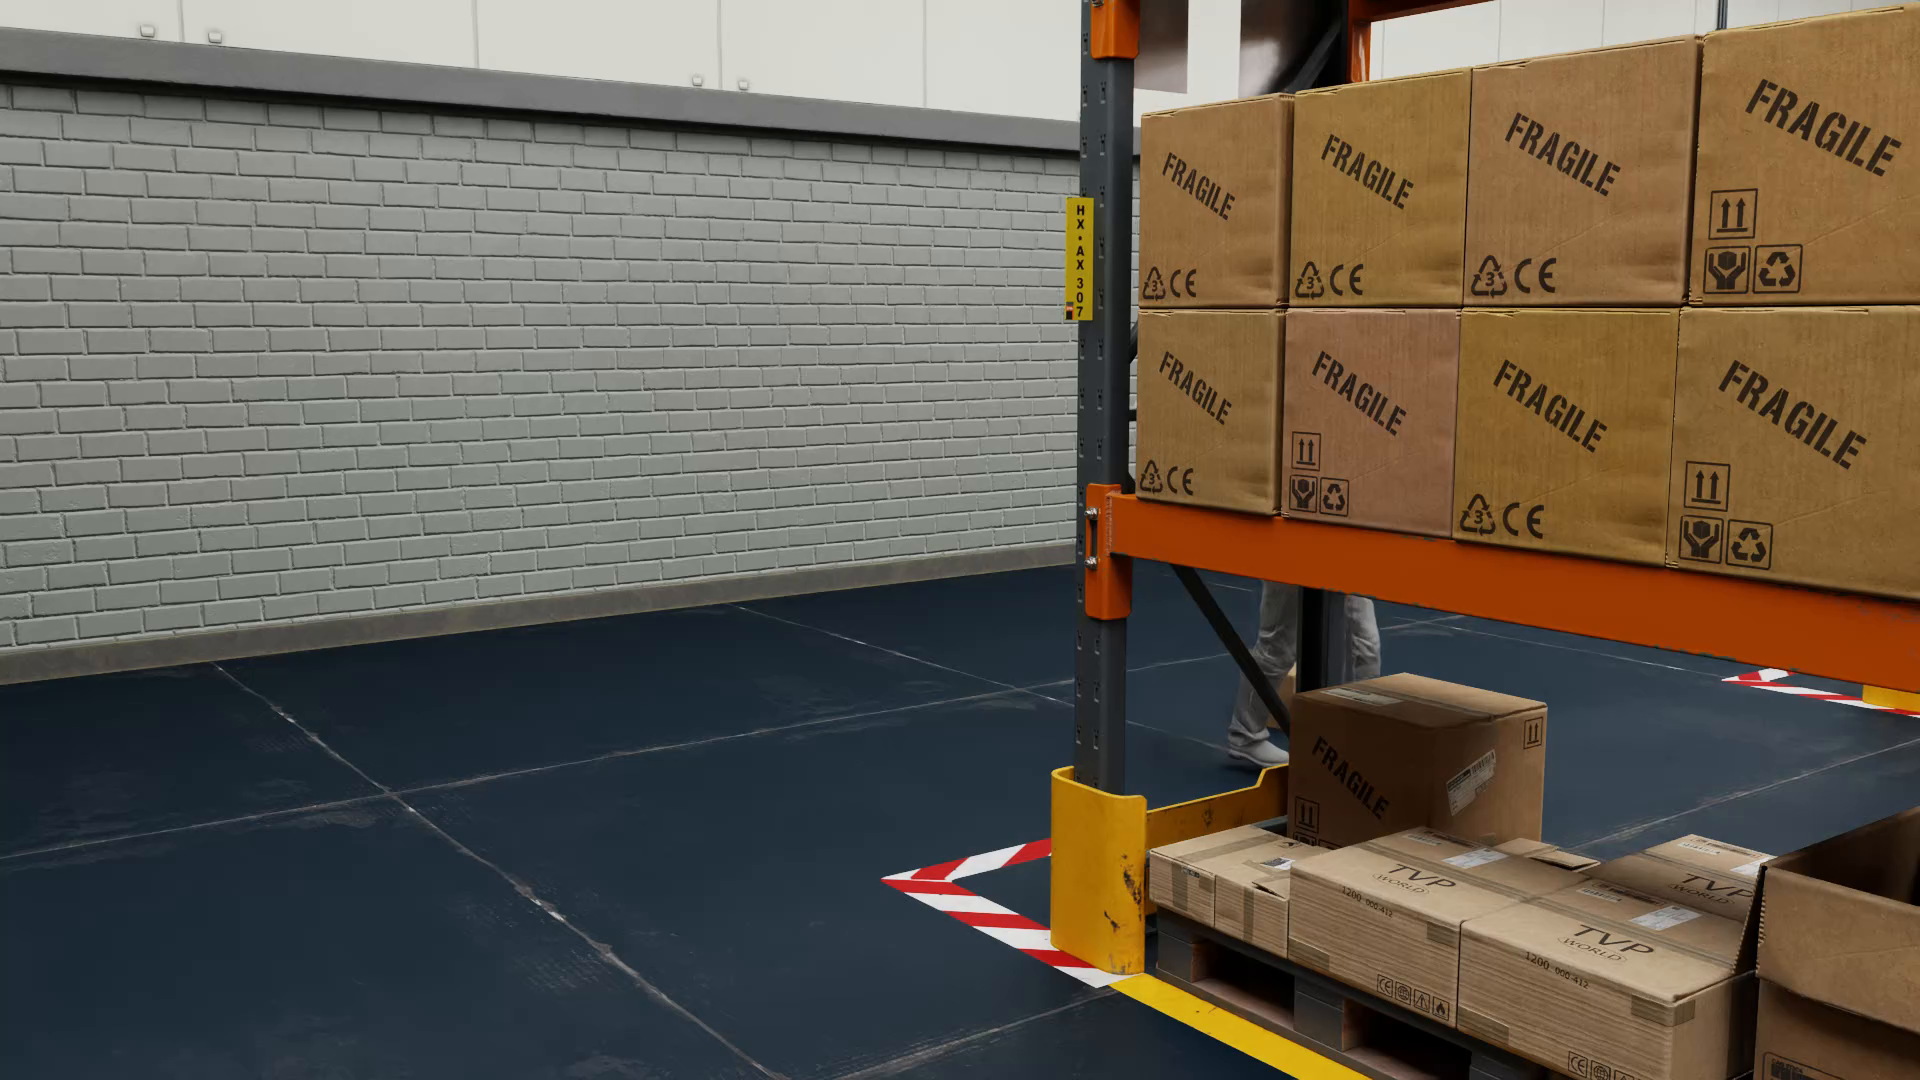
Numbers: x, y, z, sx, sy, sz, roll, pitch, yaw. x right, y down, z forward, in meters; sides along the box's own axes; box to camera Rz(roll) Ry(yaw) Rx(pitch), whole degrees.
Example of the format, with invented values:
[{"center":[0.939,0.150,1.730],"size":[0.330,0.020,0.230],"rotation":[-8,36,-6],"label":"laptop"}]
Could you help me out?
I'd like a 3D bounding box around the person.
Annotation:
[{"center":[1.363,0.054,6.337],"size":[0.732,1.788,0.537],"rotation":[6,10,38],"label":"person"}]
